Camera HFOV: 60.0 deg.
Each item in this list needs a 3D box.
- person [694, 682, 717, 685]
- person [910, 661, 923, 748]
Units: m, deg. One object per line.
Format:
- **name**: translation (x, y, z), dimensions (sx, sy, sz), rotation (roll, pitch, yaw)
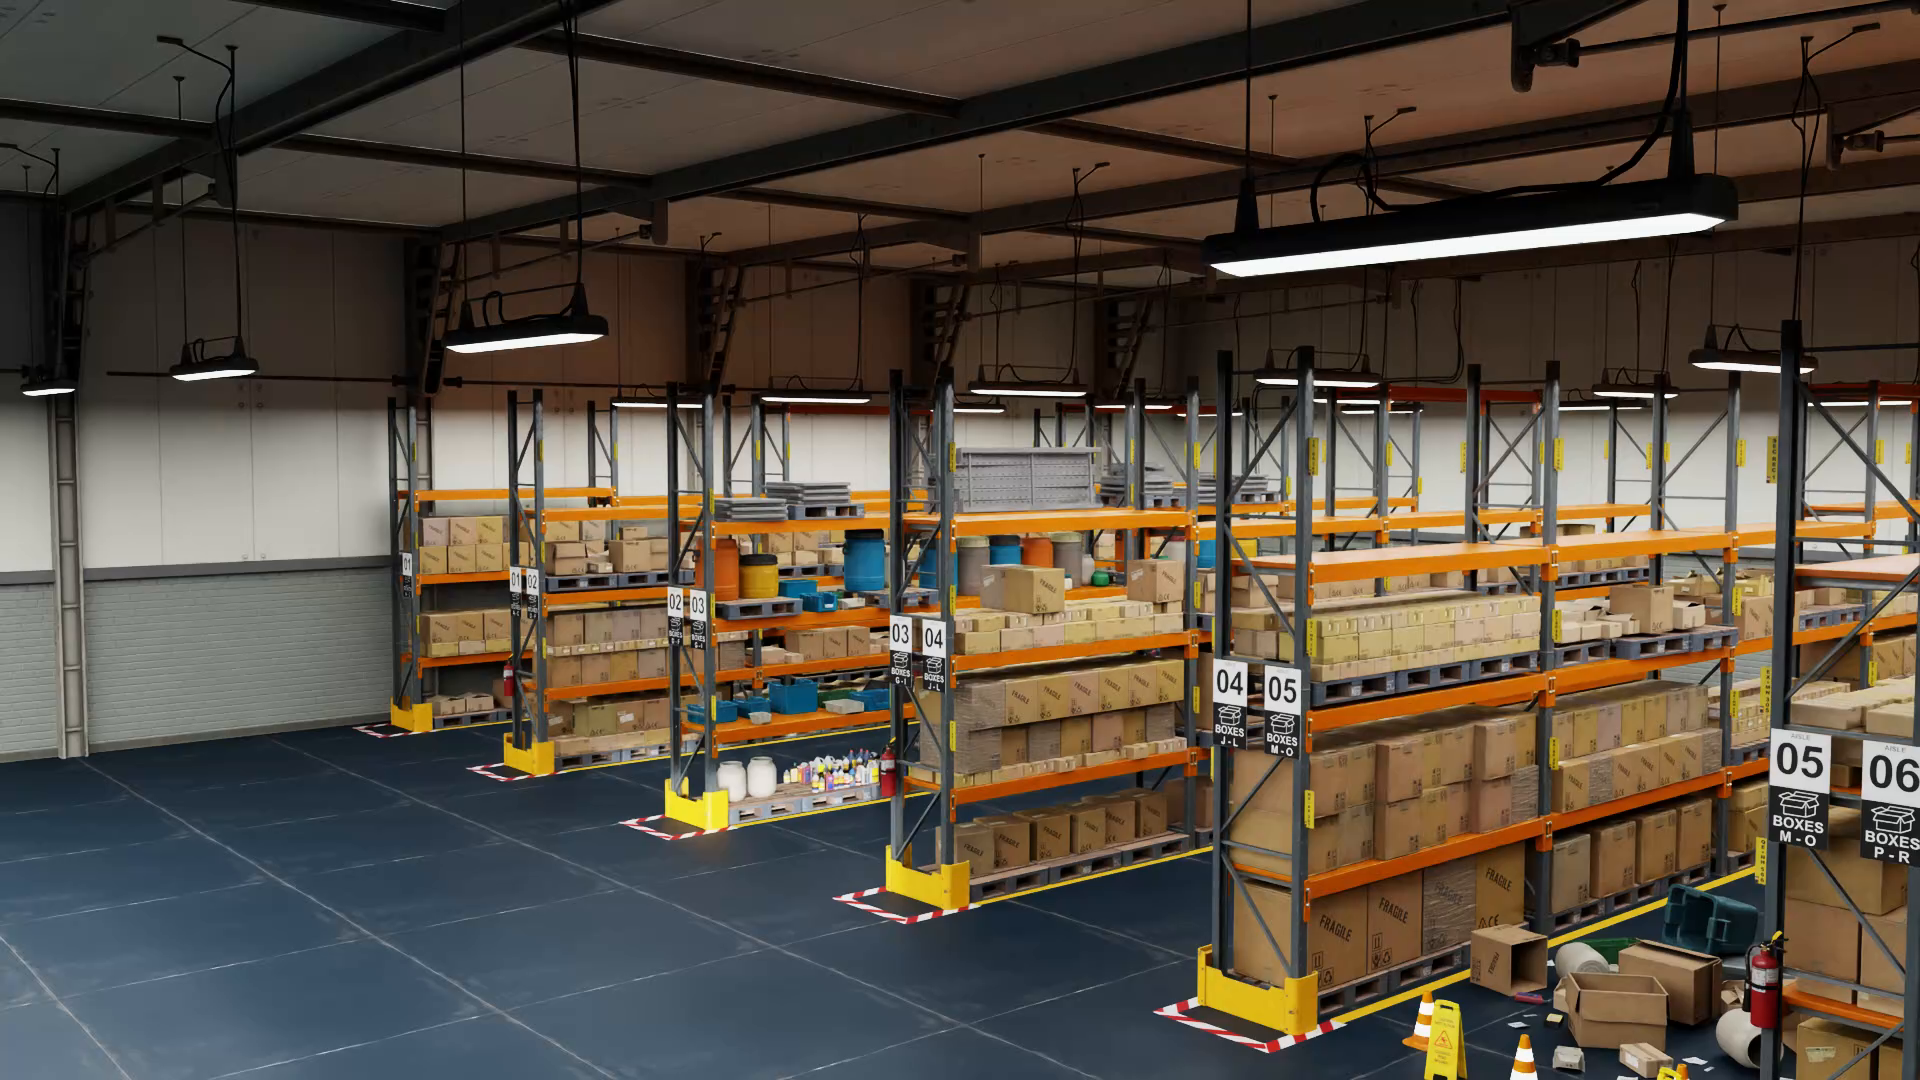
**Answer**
- **person**: translation (-4.705, 2.584, 30.222), dimensions (0.538, 1.660, 0.804), rotation (2, 4, 31)
- **person**: translation (-0.573, 2.609, 28.264), dimensions (0.921, 1.744, 0.544), rotation (-2, 4, -35)
